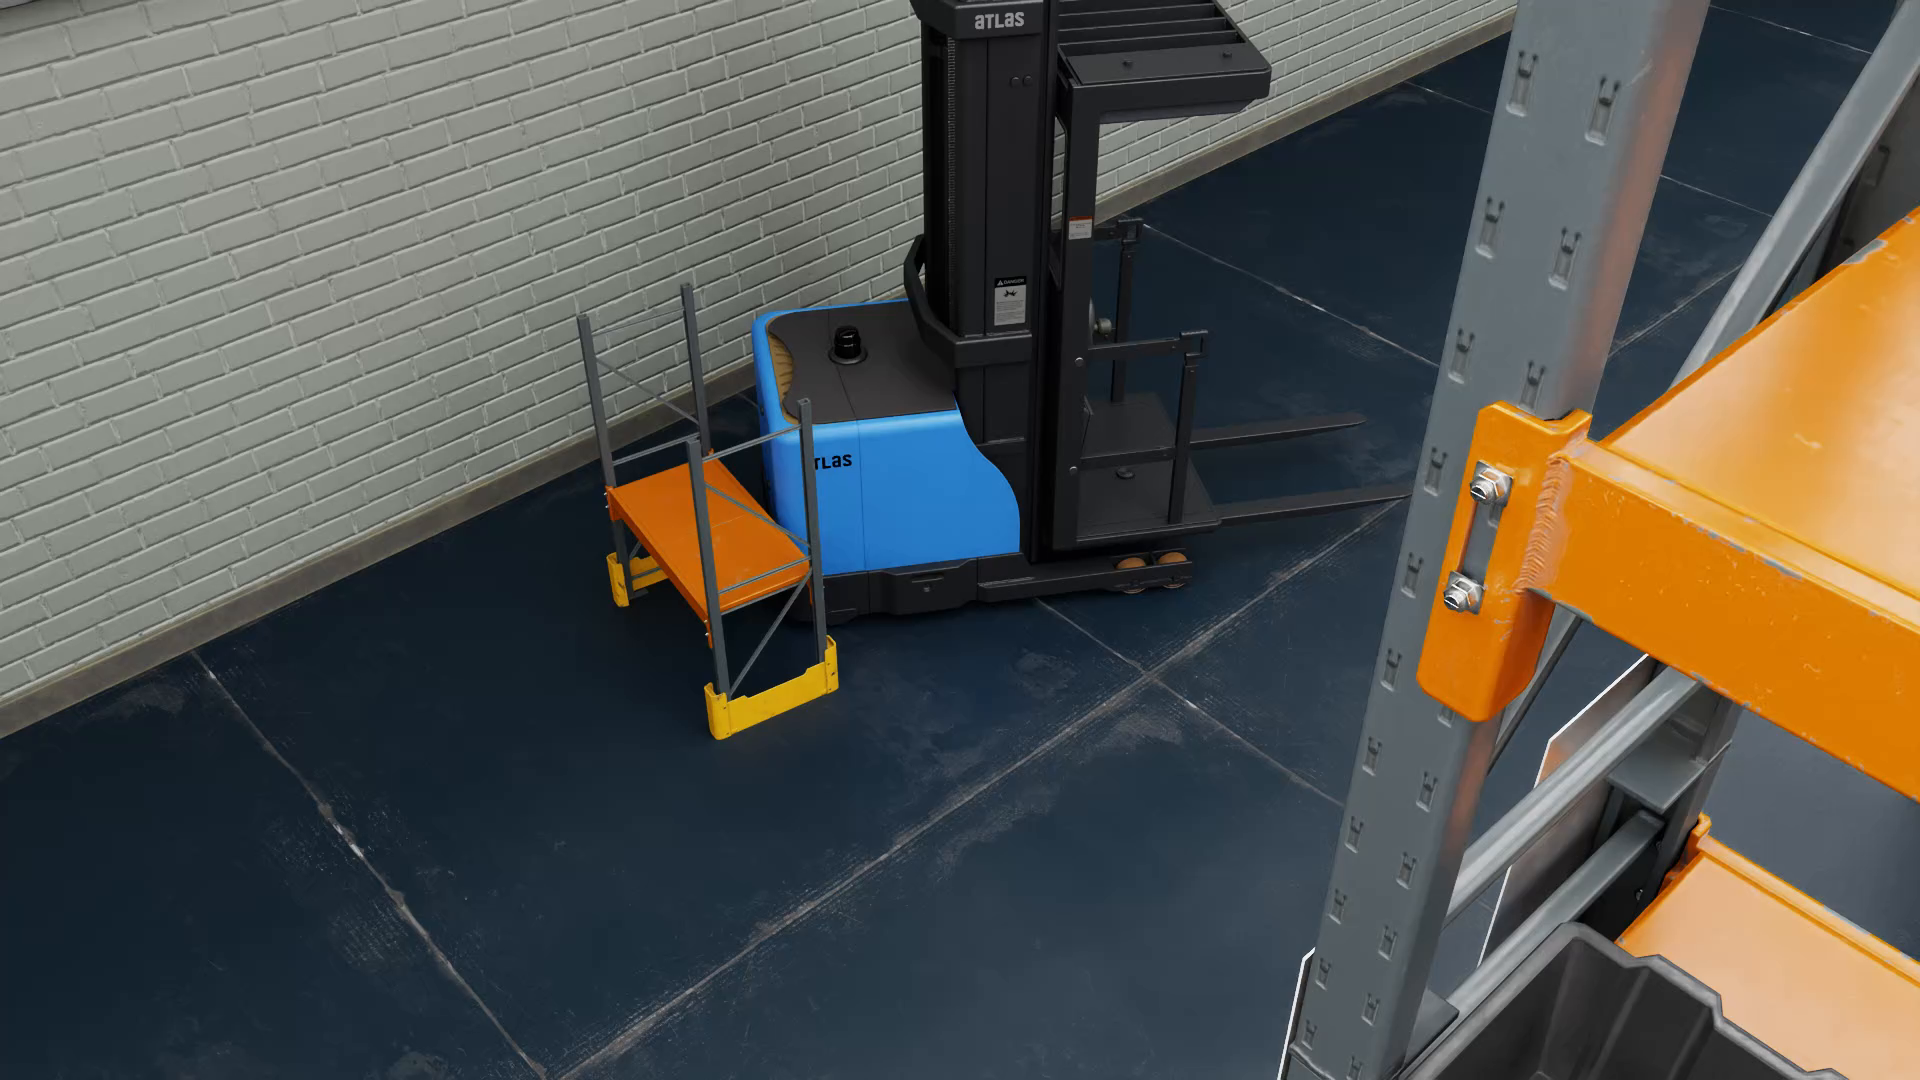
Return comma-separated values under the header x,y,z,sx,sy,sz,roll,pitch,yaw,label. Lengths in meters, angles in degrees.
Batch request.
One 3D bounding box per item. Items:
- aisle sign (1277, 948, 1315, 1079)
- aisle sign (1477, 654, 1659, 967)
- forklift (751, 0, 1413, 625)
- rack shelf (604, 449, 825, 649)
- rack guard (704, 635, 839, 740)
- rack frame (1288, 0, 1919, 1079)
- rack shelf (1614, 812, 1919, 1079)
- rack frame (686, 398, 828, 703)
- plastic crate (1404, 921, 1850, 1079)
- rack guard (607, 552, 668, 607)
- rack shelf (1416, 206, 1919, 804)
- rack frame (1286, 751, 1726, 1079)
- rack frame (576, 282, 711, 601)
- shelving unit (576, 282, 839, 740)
x,y,z,sx,sy,sz,roll,pitch,yaw,label
0.598,0.775,2.542,0.394,0.787,0.004,-30,48,-32,aisle sign
1.033,0.524,2.852,0.394,0.787,0.004,-30,48,-32,aisle sign
0.611,-1.215,7.129,3.031,2.935,1.130,-7,39,-9,forklift
-1.050,0.014,7.033,0.538,0.185,1.000,-22,44,-25,rack shelf
-0.786,0.619,6.993,0.587,0.250,0.087,-22,44,-25,rack guard
0.866,-0.640,1.589,1.000,3.000,0.127,-30,48,-32,rack frame
2.218,1.732,1.611,1.077,0.370,4.000,-30,48,-32,rack shelf
-0.775,0.143,6.587,0.500,1.500,0.032,-22,44,-25,rack frame
0.921,0.874,2.205,0.497,0.269,0.590,-30,48,-32,plastic crate
-1.324,0.092,7.644,0.587,0.250,0.087,-22,44,-25,rack guard
2.218,0.721,0.794,1.077,0.370,4.000,-30,48,-32,rack shelf
0.866,1.694,3.474,1.000,3.000,0.127,-30,48,-32,rack frame
-1.325,-0.395,7.252,0.500,1.500,0.032,-22,44,-25,rack frame
-1.055,-0.131,6.926,0.587,1.500,1.083,-22,44,-25,shelving unit
